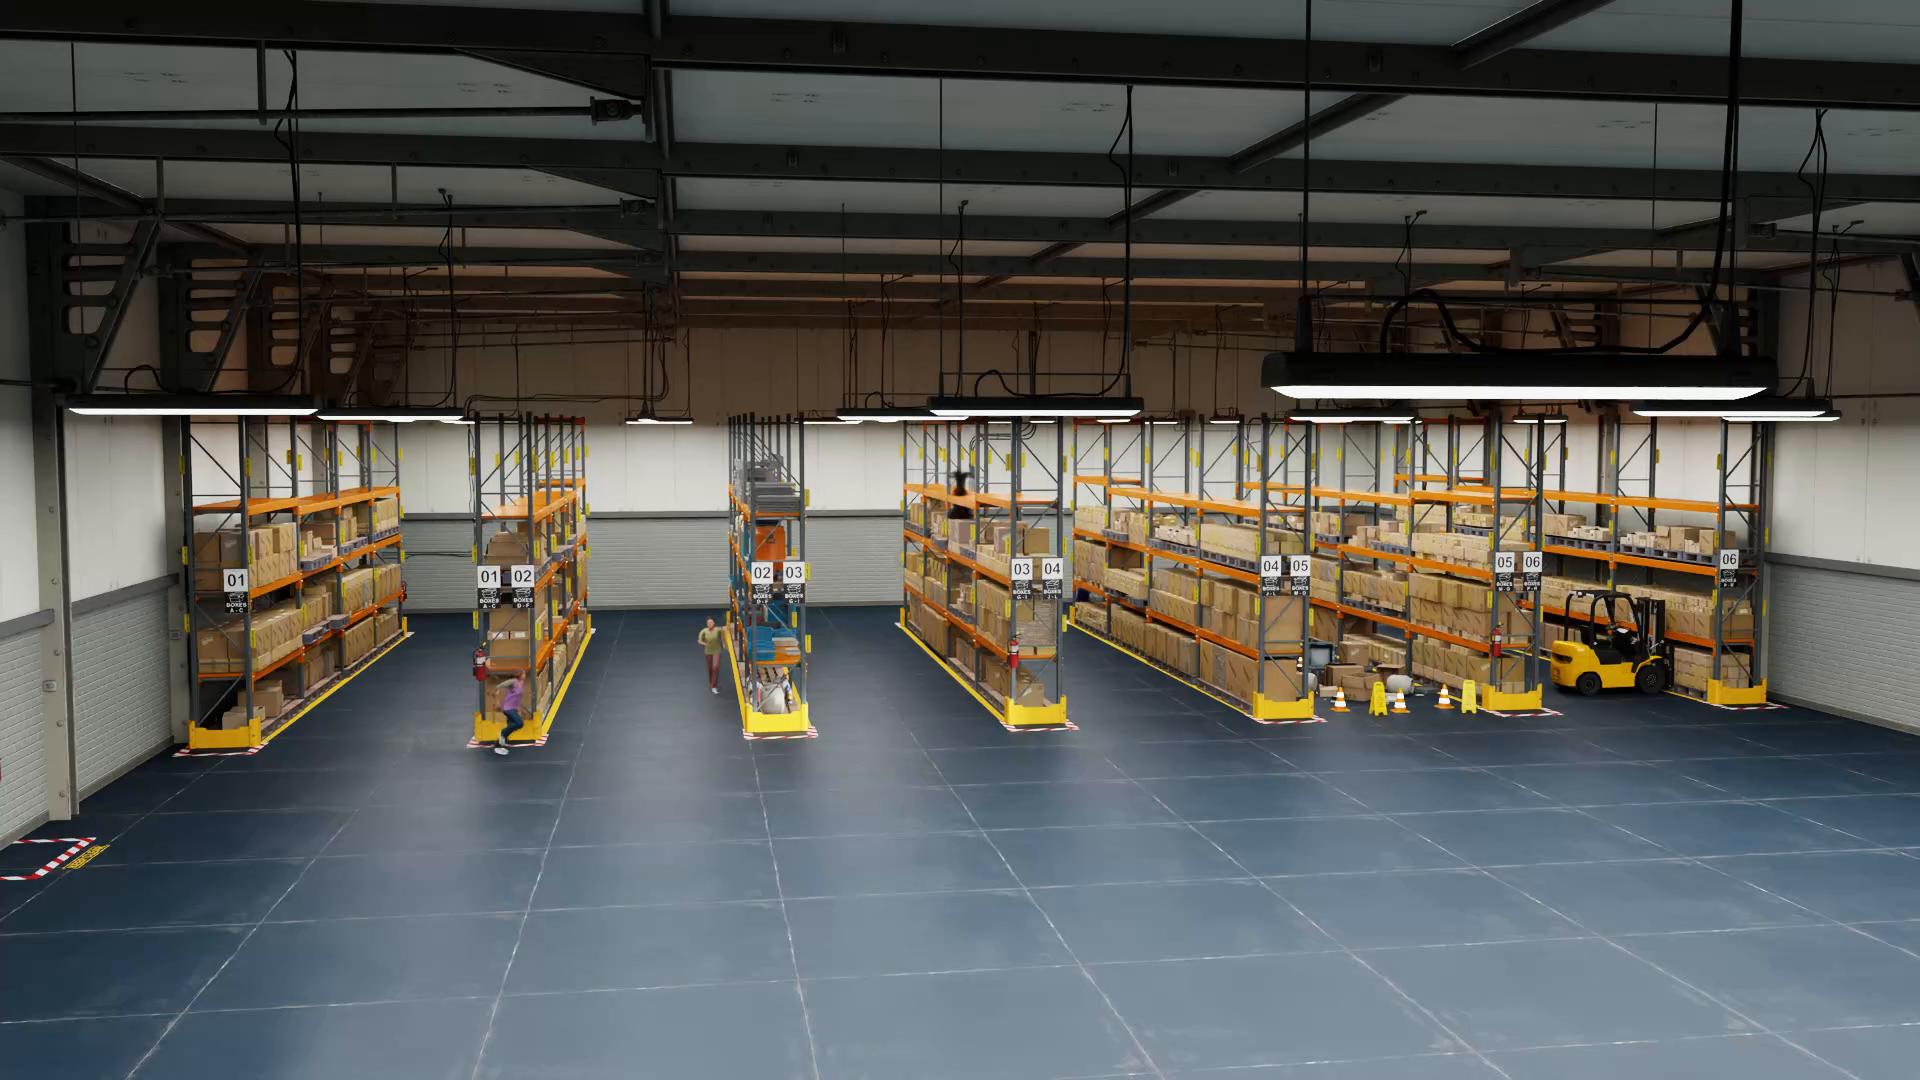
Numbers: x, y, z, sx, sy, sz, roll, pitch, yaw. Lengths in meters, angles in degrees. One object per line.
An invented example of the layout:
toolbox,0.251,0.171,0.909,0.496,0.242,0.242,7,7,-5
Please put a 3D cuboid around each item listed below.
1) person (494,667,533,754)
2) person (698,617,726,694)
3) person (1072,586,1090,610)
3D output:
person,-7.831,2.992,29.098,0.723,1.505,0.543,1,4,10
person,-5.353,2.457,35.981,0.574,1.643,0.939,0,4,-1
person,3.713,1.587,49.645,0.658,1.654,0.657,-1,4,-14
